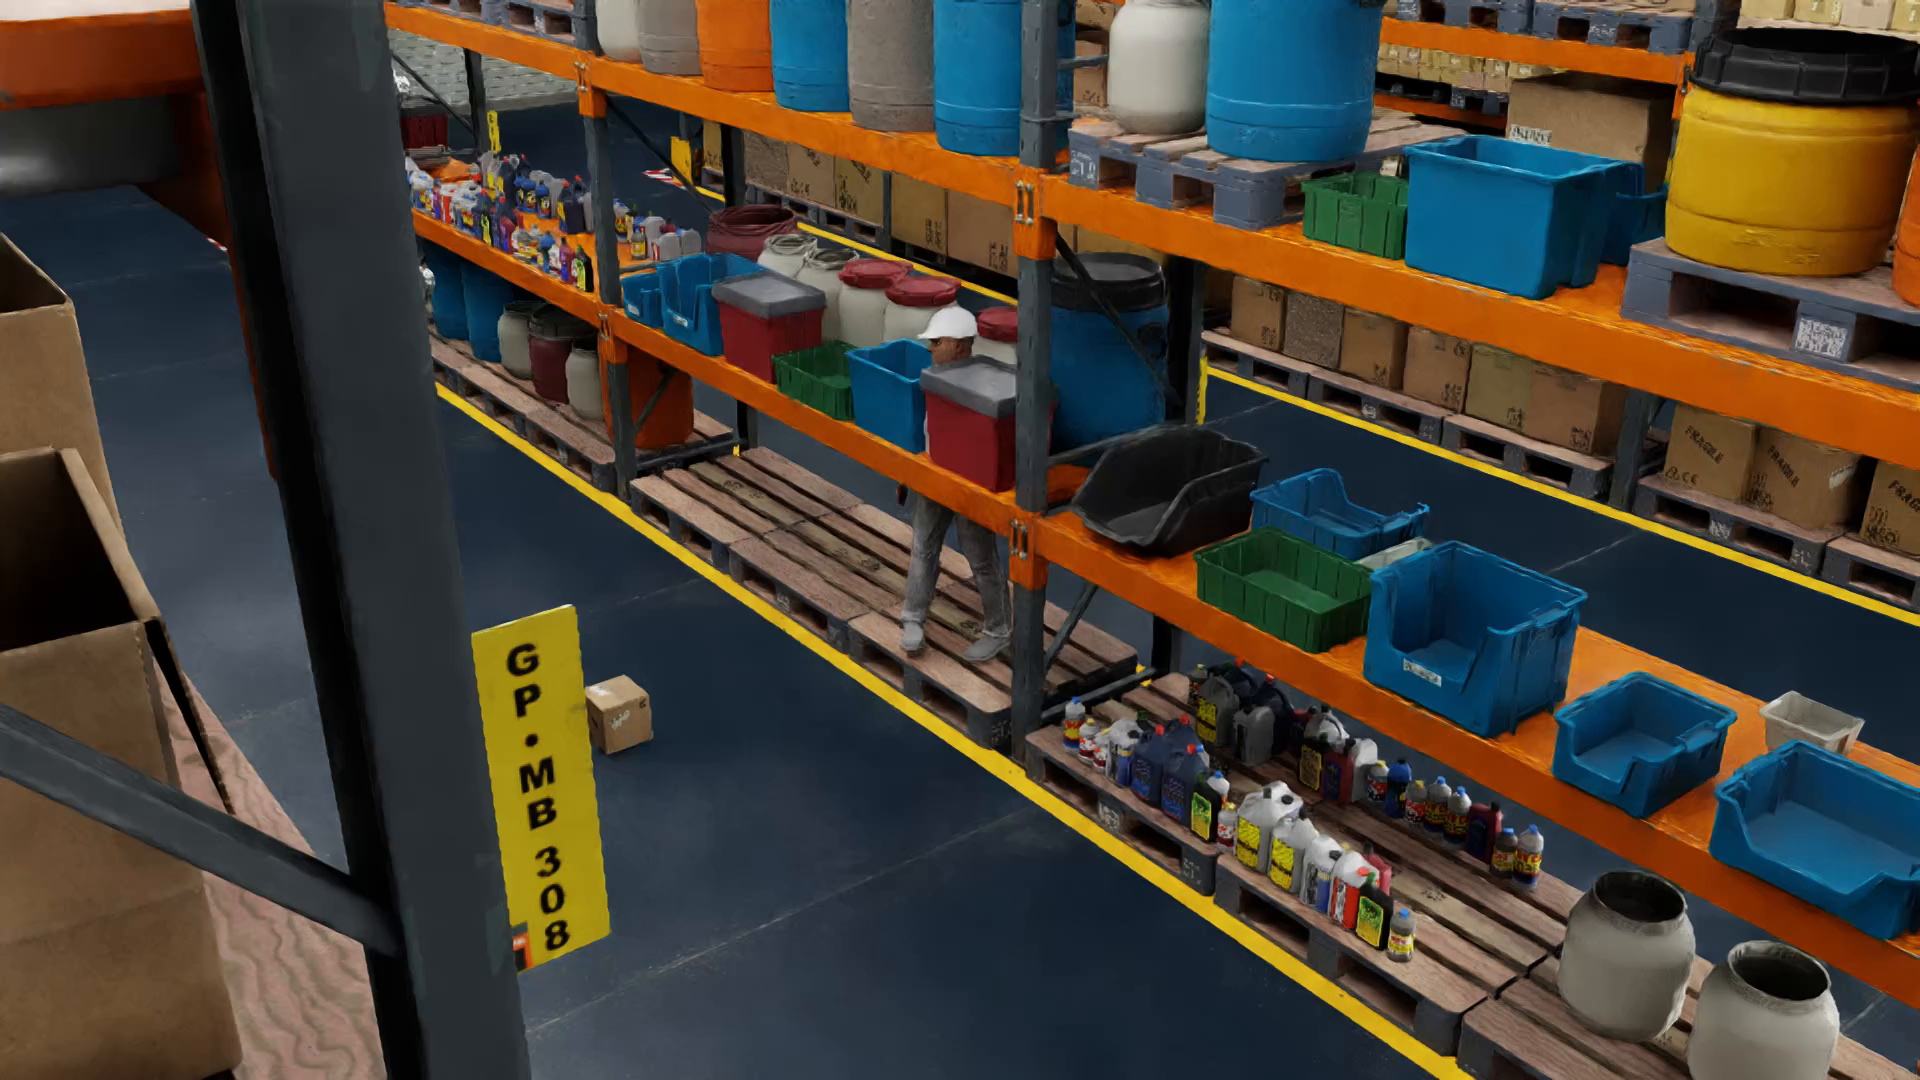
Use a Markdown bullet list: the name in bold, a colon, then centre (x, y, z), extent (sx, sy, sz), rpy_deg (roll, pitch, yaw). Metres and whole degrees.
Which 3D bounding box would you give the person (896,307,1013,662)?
- **person**: centre (-0.035, -0.259, 8.104), extent (0.497, 1.764, 0.651), rpy_deg (-22, 32, -39)
